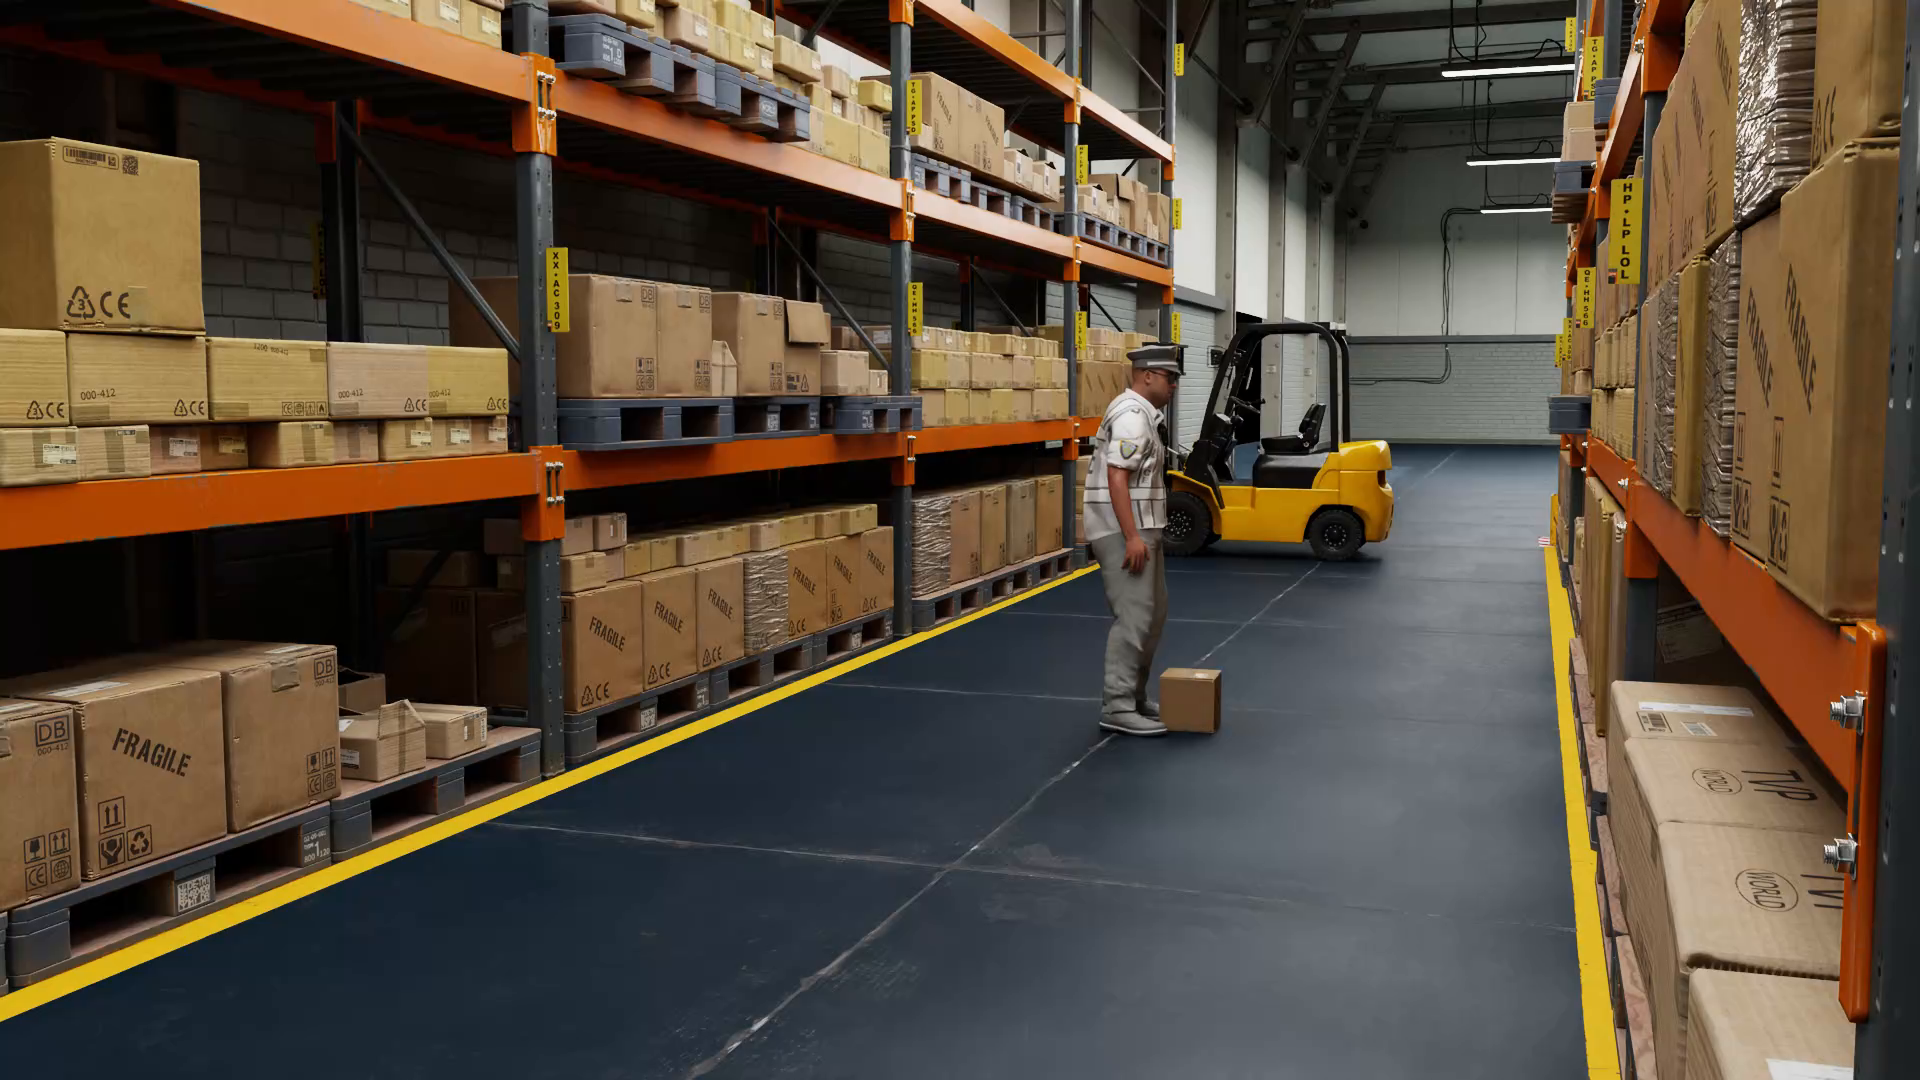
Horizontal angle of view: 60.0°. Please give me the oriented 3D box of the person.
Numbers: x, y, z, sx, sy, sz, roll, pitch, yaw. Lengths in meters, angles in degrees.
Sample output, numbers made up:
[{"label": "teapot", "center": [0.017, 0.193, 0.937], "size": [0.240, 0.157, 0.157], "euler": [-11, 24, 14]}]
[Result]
[{"label": "person", "center": [0.793, -0.018, 7.655], "size": [0.437, 1.747, 0.601], "euler": [1, 5, 15]}]
